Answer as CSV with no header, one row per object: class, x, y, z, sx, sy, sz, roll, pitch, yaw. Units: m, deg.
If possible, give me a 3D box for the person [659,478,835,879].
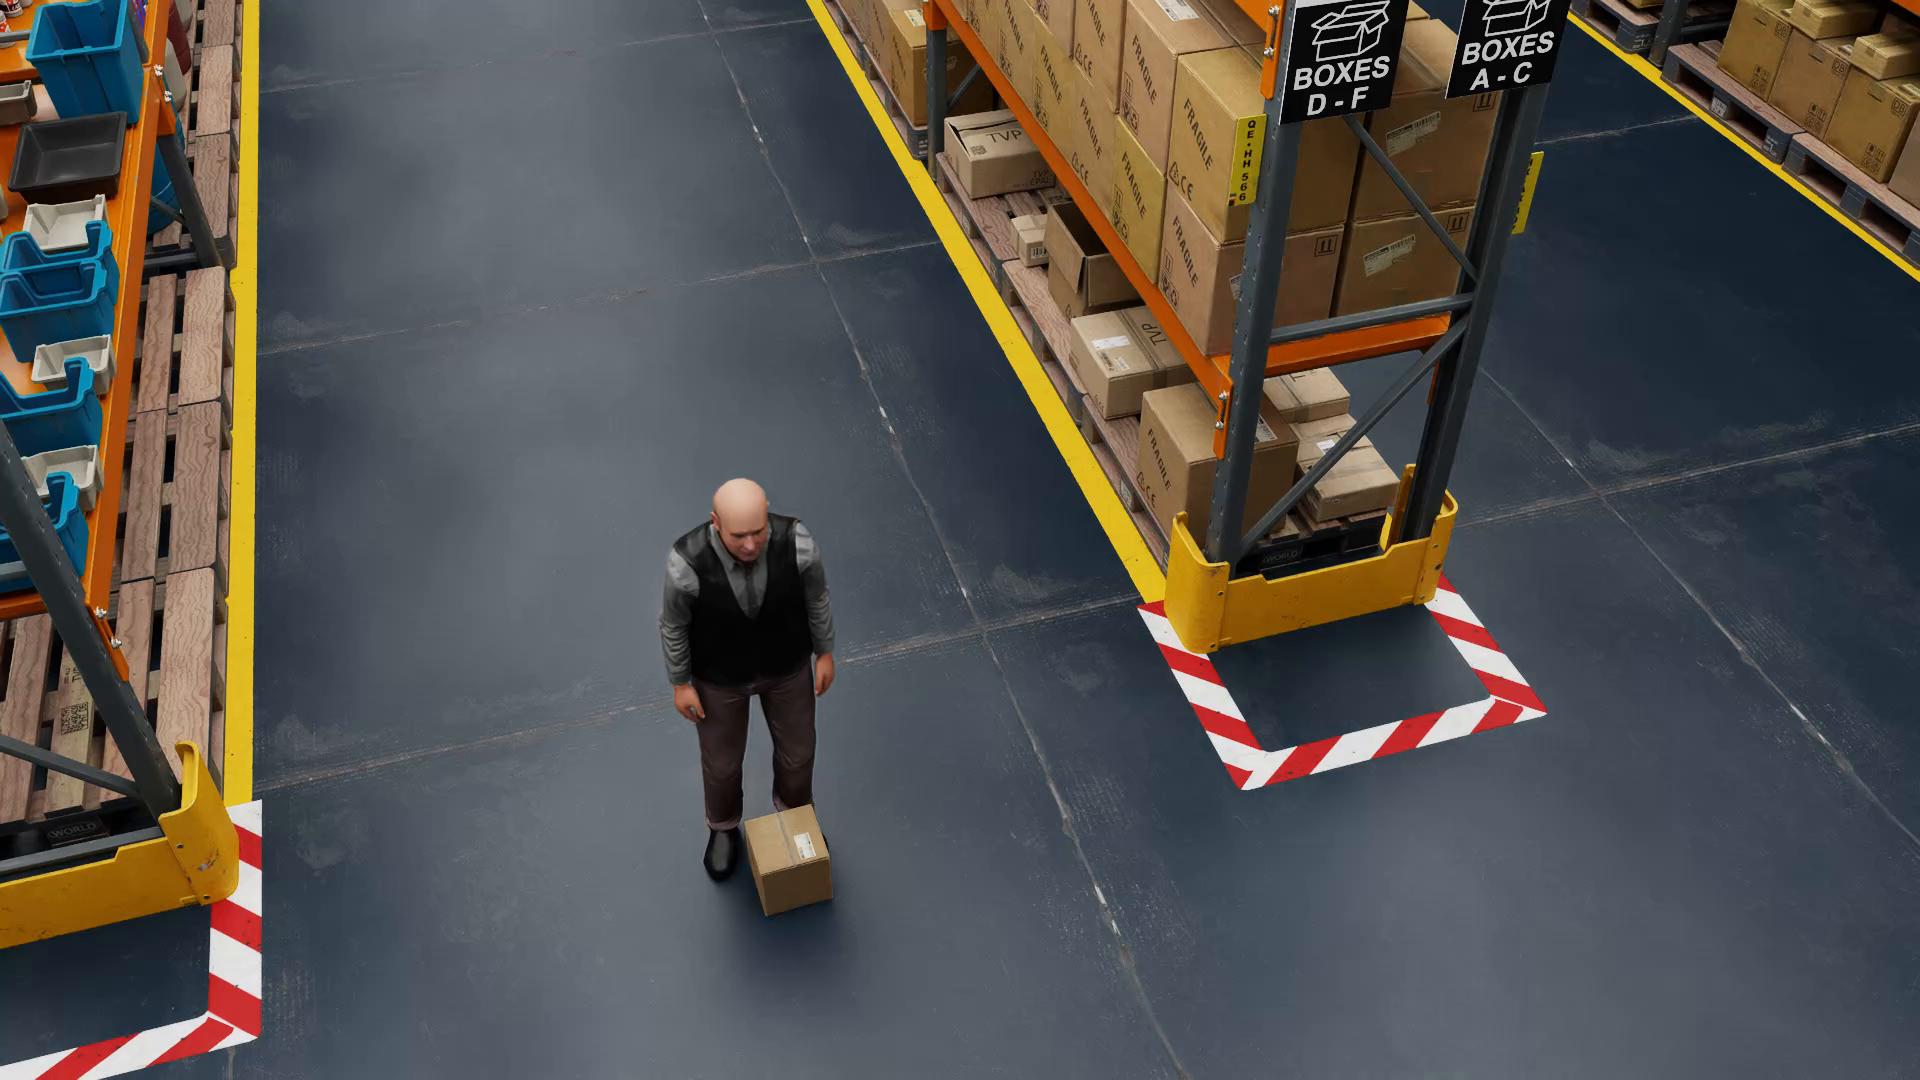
person,-0.706,0.445,5.682,0.580,1.722,0.460,-12,43,-13
